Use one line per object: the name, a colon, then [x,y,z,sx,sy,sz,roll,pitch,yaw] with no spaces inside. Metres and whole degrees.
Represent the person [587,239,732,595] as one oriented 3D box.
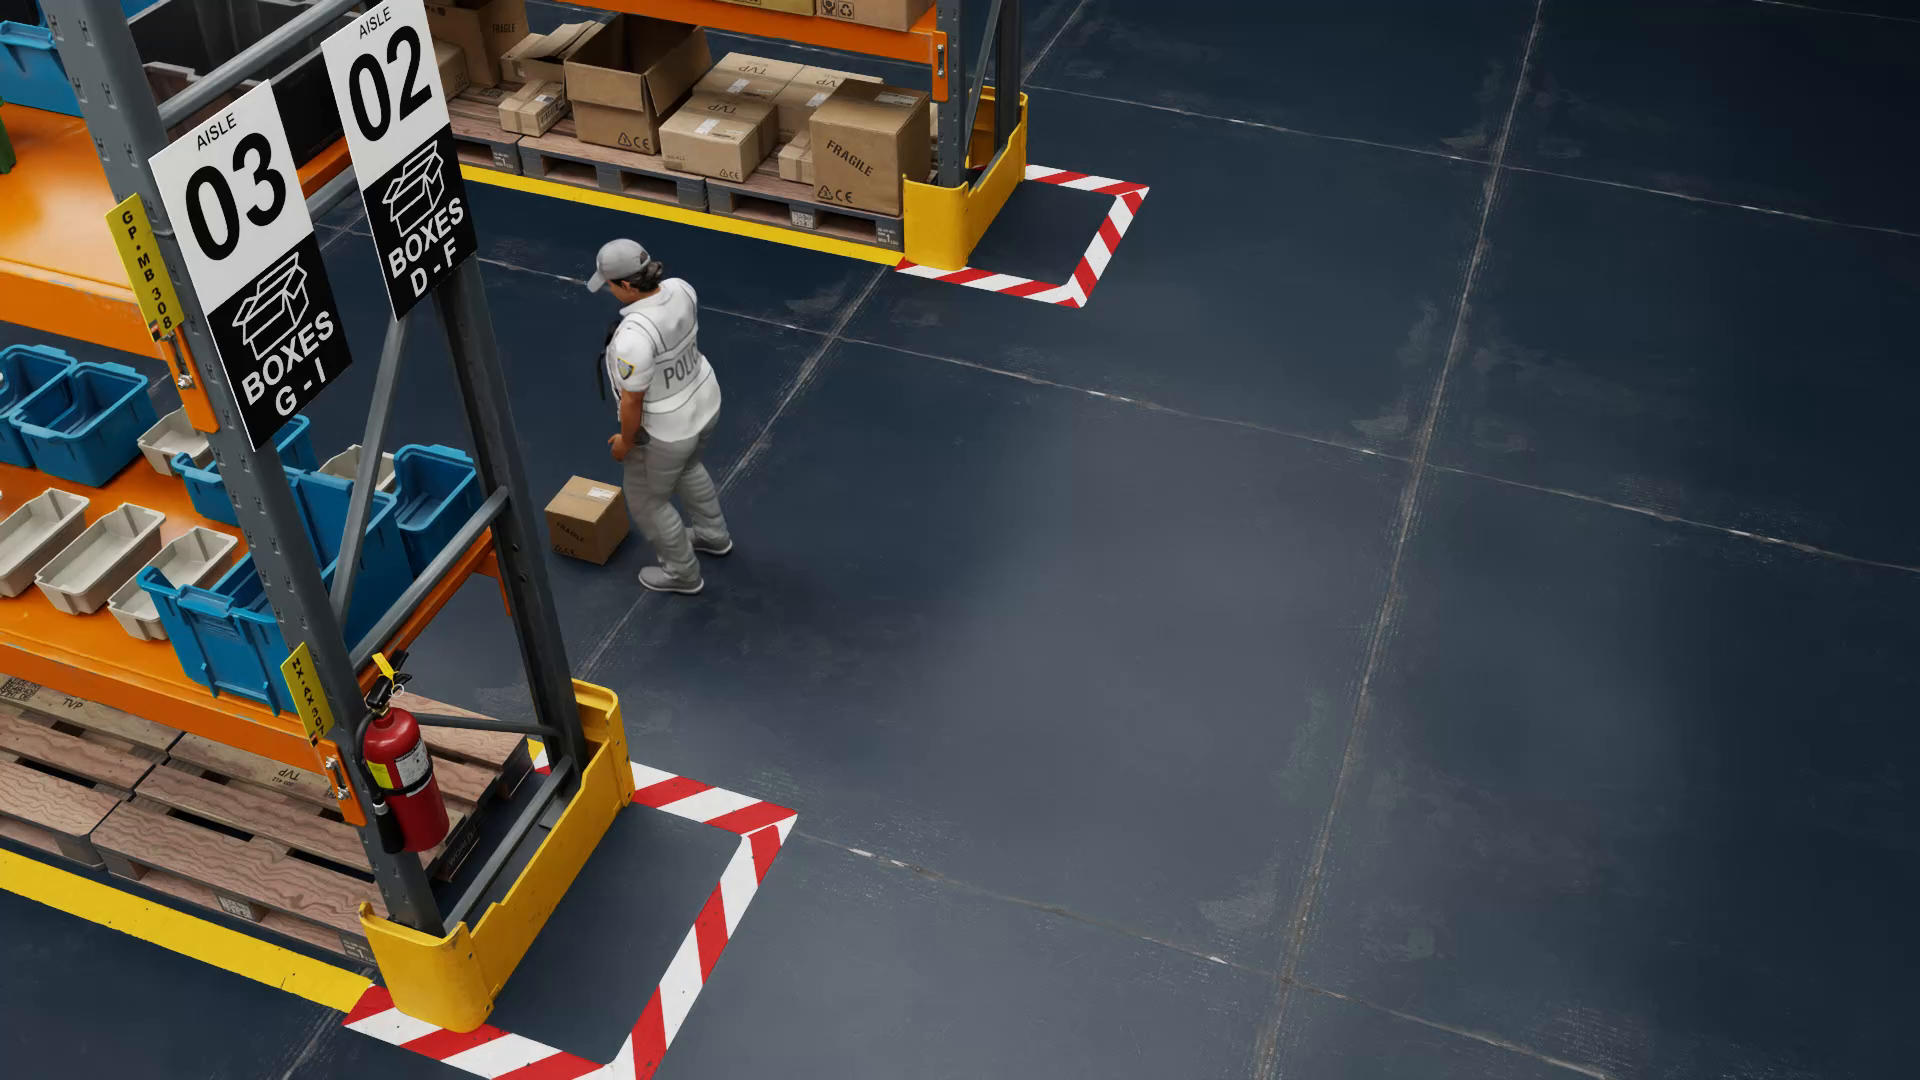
person: [-1.206,-0.480,6.721,0.428,1.643,0.483,15,44,16]
